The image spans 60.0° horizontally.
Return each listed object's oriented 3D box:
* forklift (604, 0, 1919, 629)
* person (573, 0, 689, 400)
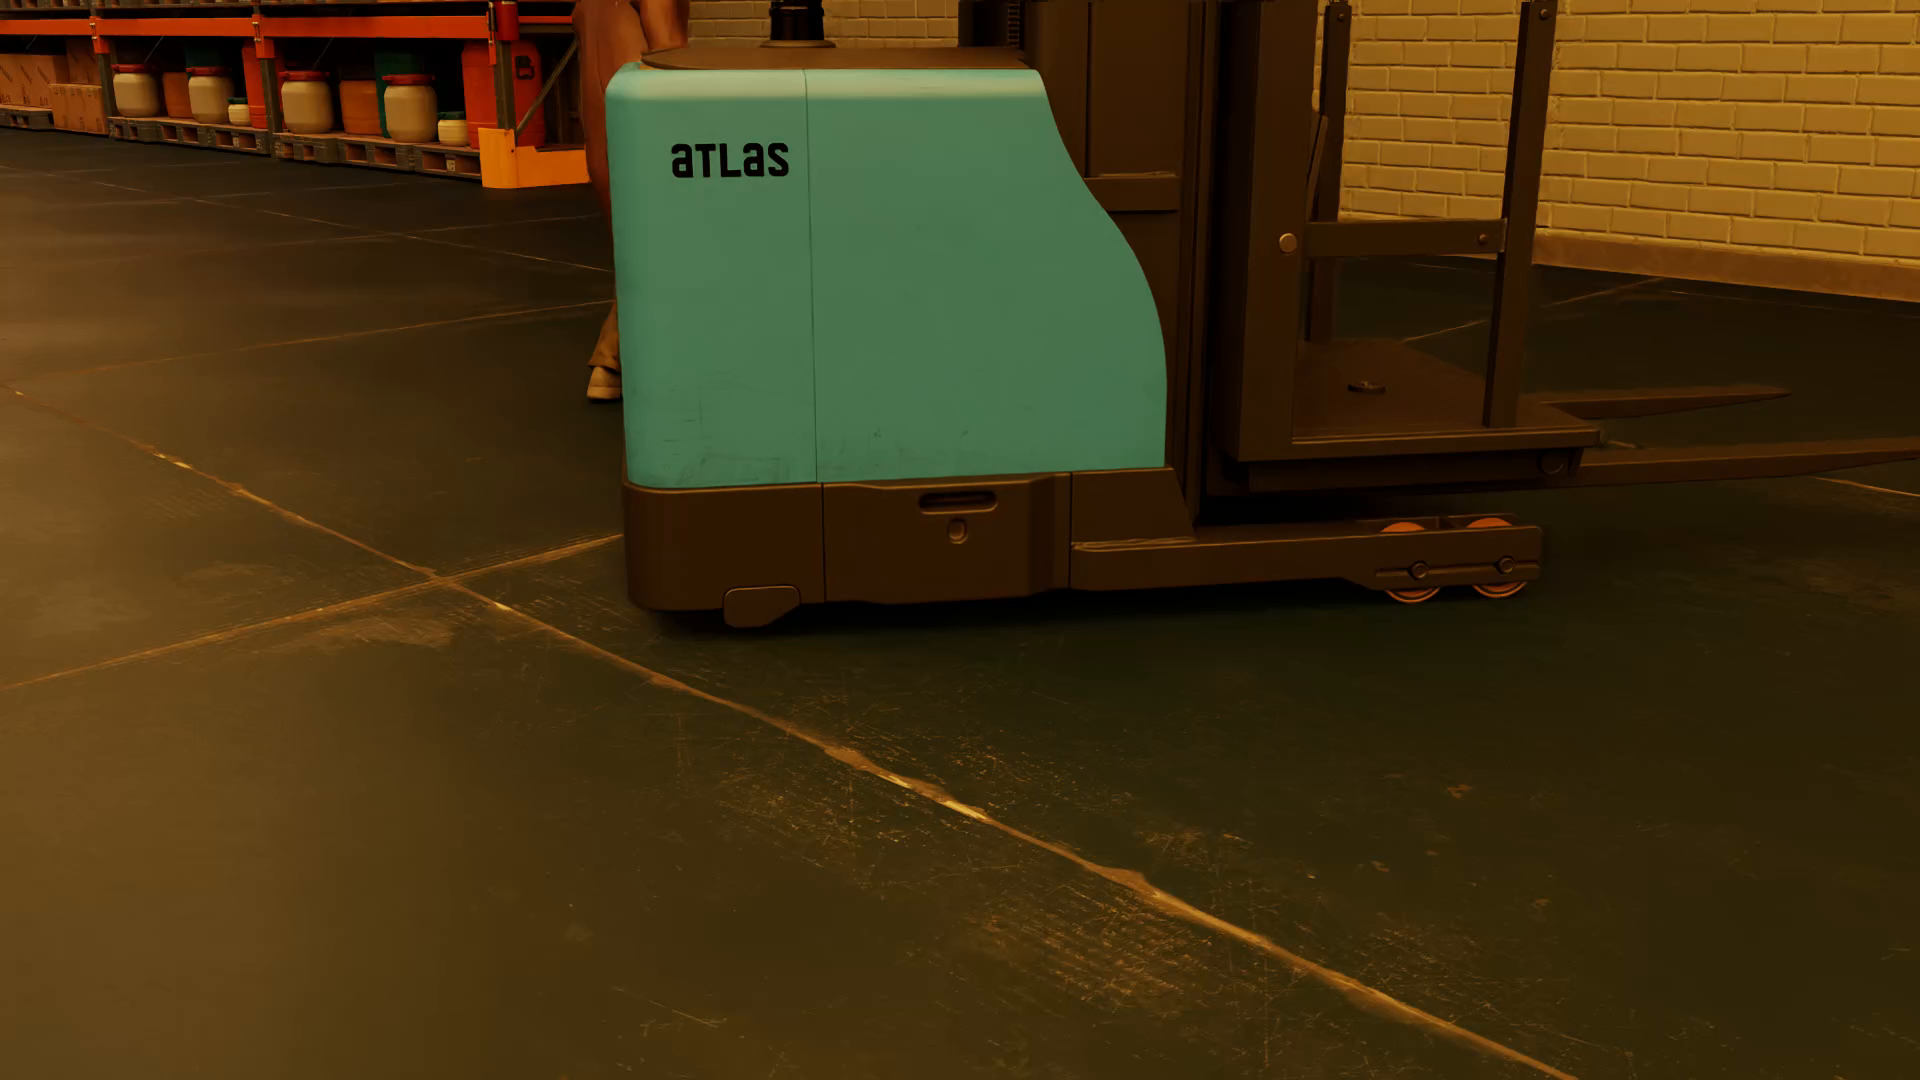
[{"bbox_3d":[0.763,-1.419,3.524,3.031,2.935,1.130,-3,17,-10],"label":"forklift"},{"bbox_3d":[-0.861,-1.265,5.328,0.804,1.606,0.829,11,20,32],"label":"person"}]
